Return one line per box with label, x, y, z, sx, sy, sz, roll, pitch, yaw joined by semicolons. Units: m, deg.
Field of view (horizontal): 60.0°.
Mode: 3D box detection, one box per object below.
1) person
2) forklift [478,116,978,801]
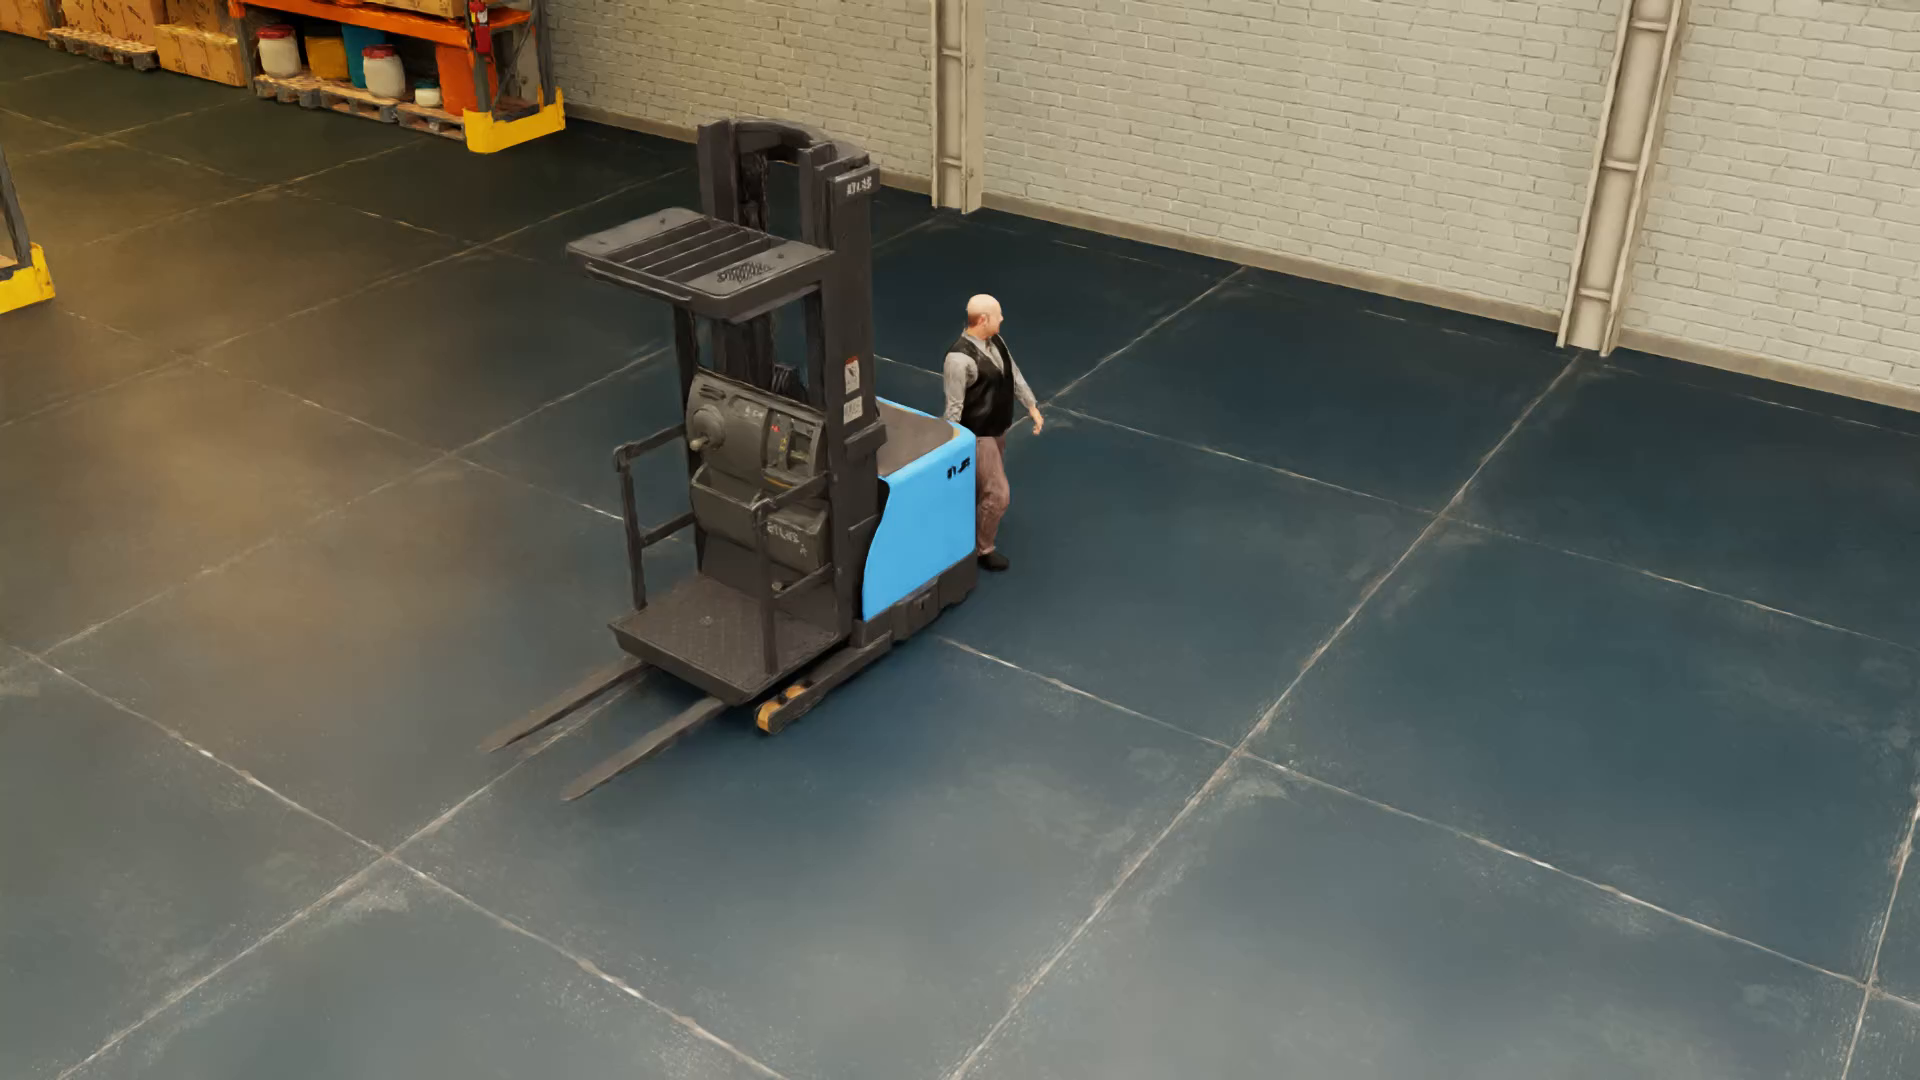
person;0.123;-0.666;9.997;0.642;1.676;0.651;13;33;21
forklift;-1.201;-0.533;8.499;1.130;2.935;3.031;22;36;32
